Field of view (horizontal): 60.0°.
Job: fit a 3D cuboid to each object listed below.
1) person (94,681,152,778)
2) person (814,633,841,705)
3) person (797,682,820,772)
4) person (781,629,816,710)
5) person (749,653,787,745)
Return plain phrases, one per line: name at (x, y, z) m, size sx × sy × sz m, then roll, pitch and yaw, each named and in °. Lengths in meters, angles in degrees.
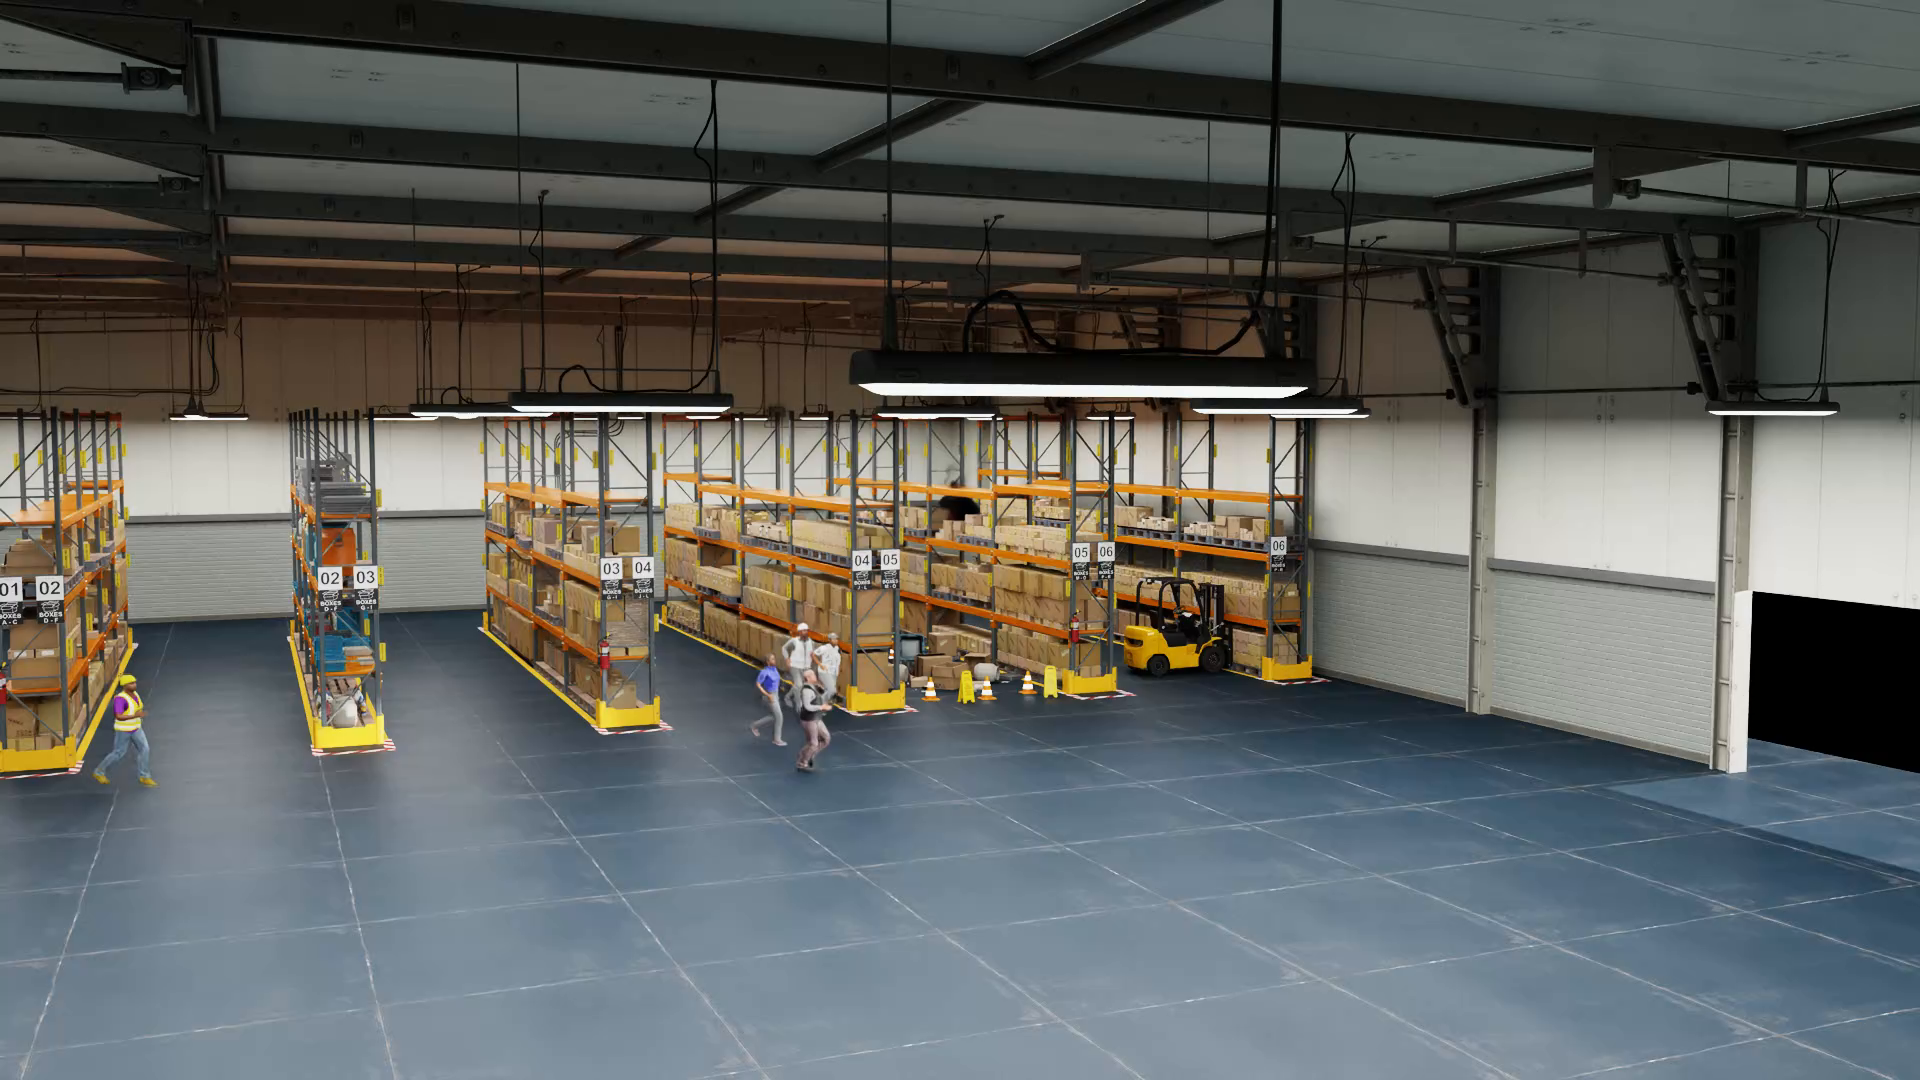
person at (-13.126, 2.955, 26.142) m, size 0.890 × 1.620 × 0.710 m, roll 0°, pitch 4°, yaw 6°
person at (-2.547, 2.589, 32.542) m, size 0.563 × 1.551 × 0.561 m, roll 3°, pitch 5°, yaw 34°
person at (-2.464, 3.058, 27.275) m, size 0.427 × 1.488 × 0.638 m, roll 0°, pitch 4°, yaw 6°
person at (-3.196, 2.503, 33.041) m, size 0.676 × 1.620 × 0.780 m, roll -3°, pitch 5°, yaw -36°
person at (-3.421, 2.845, 29.696) m, size 0.711 × 1.638 × 0.576 m, roll 1°, pitch 4°, yaw 15°
